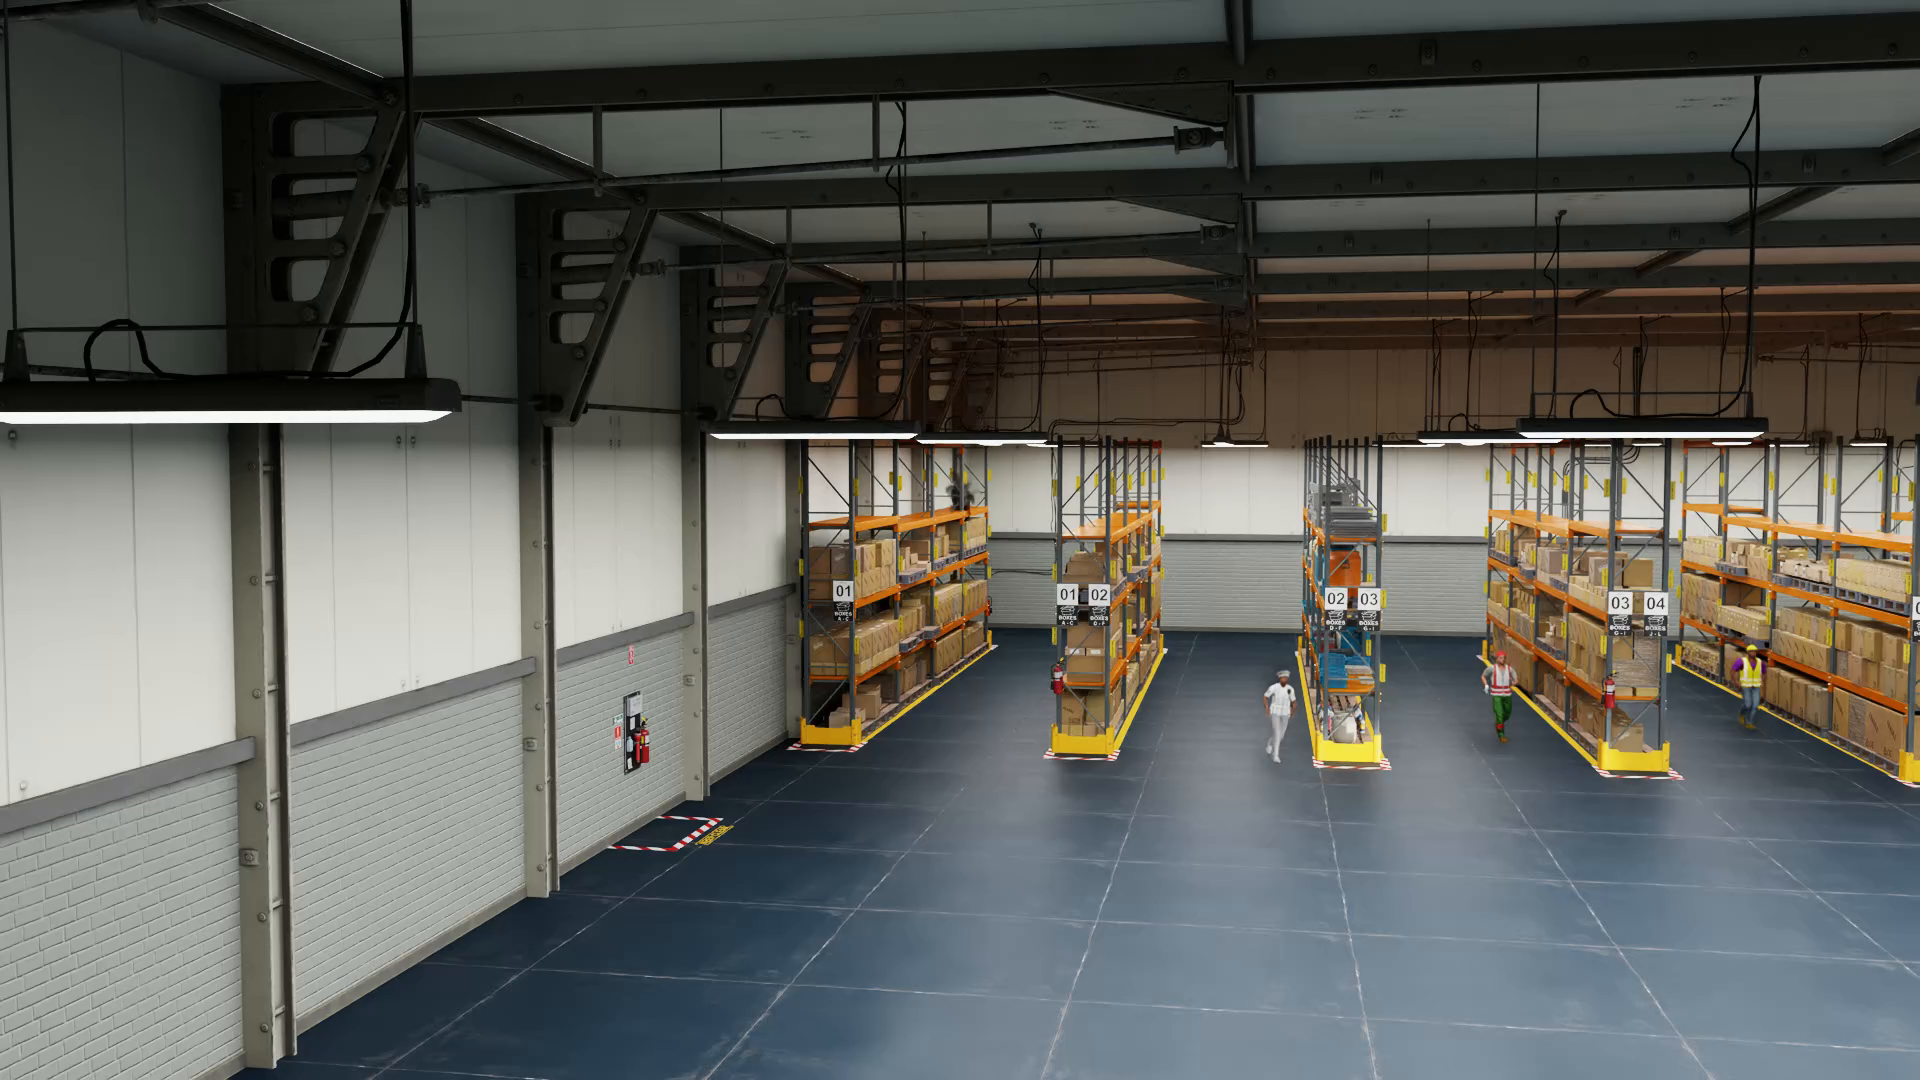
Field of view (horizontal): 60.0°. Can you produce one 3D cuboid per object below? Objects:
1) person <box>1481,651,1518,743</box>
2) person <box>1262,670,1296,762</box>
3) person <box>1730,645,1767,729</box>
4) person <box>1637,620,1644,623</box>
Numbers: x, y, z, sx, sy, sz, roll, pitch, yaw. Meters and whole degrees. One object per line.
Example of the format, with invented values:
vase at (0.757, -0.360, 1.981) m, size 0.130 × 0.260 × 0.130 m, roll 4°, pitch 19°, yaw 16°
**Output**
person at (10.621, 3.057, 32.662) m, size 0.667 × 1.768 × 0.967 m, roll 0°, pitch 3°, yaw 0°
person at (5.925, 3.240, 30.817) m, size 0.615 × 1.676 × 0.685 m, roll 0°, pitch 3°, yaw -8°
person at (16.233, 3.012, 34.185) m, size 0.693 × 1.726 × 0.546 m, roll 0°, pitch 3°, yaw 8°
person at (17.933, 2.544, 44.436) m, size 0.688 × 1.584 × 0.535 m, roll 2°, pitch 4°, yaw 36°
